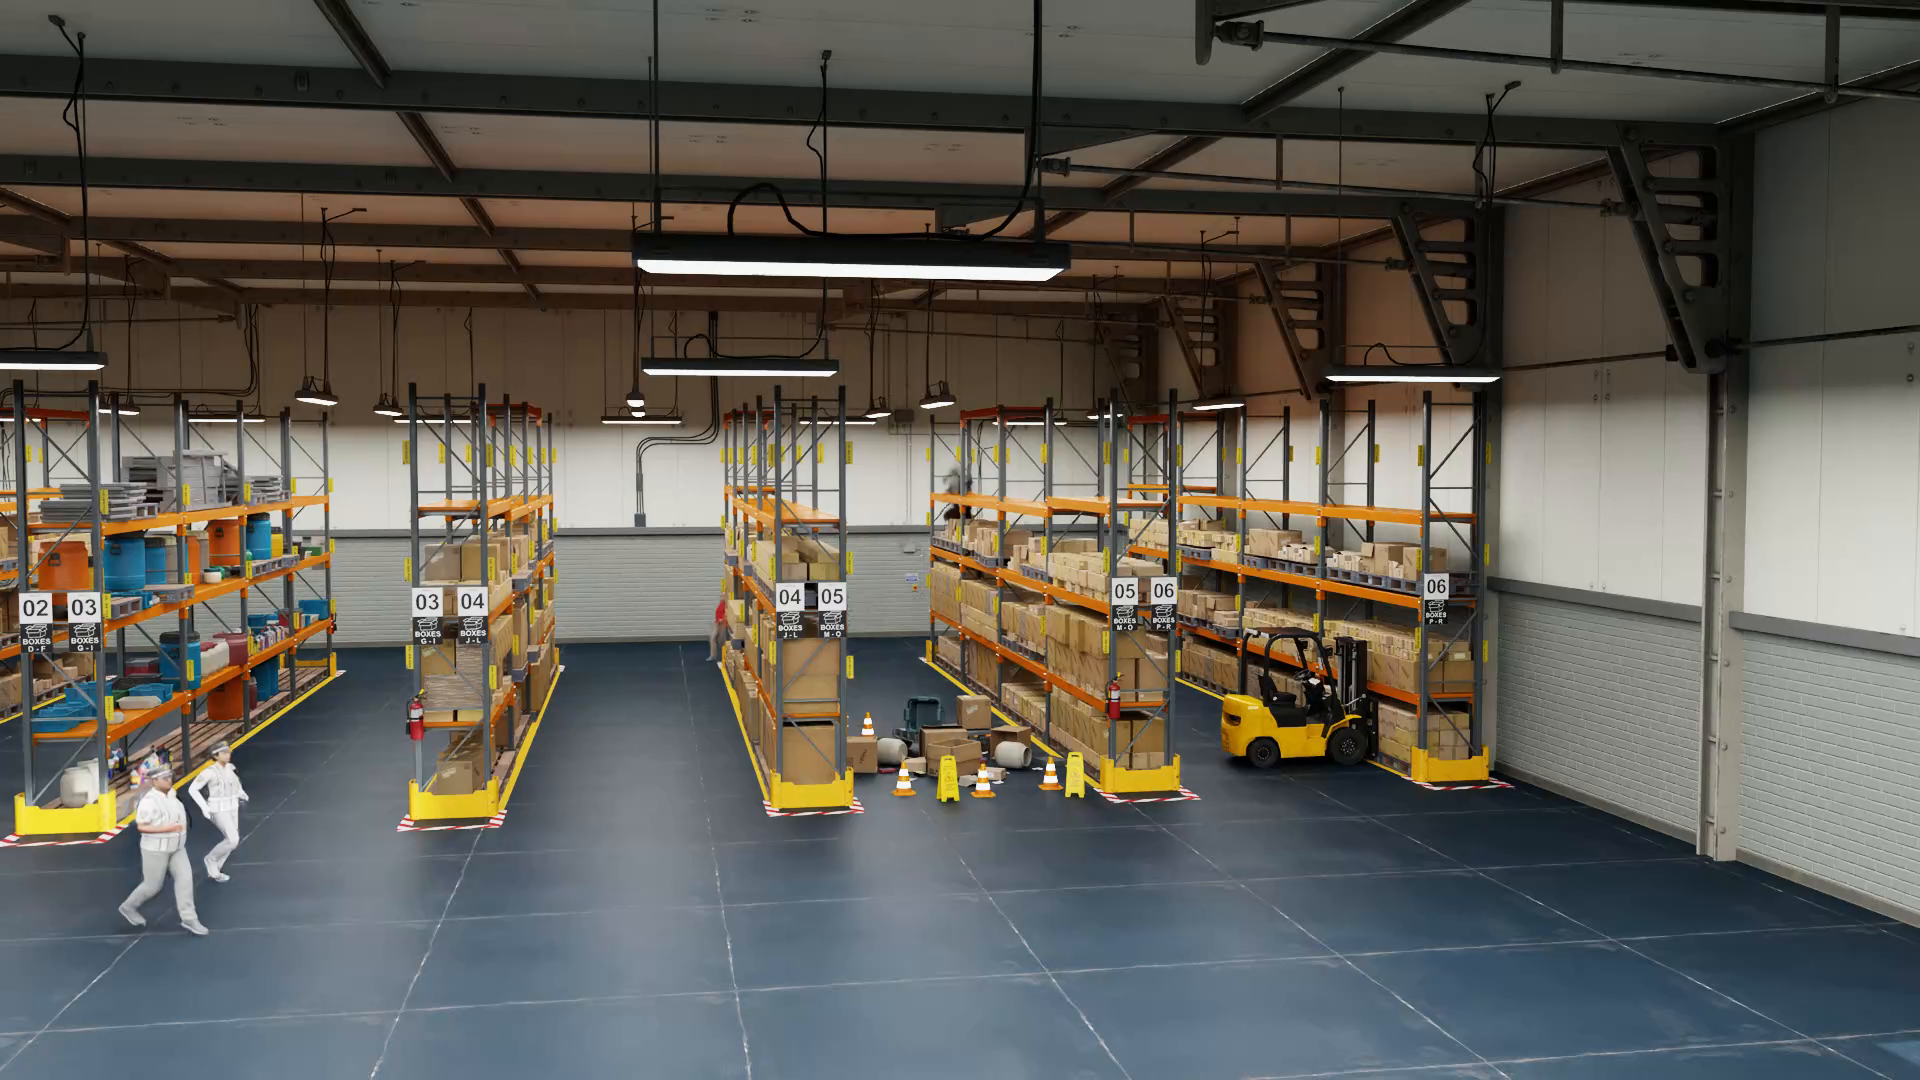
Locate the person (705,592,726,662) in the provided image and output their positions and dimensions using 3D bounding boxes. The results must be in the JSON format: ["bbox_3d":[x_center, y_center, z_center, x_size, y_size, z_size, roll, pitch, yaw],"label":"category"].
[{"bbox_3d":[-5.748,2.110,40.525,0.844,1.701,0.711,-3,4,-43],"label":"person"}]

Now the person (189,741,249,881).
[{"bbox_3d":[-8.604,3.178,19.489,0.576,1.660,0.600,1,3,18],"label":"person"}]

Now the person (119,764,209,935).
[{"bbox_3d":[-8.336,3.229,17.367,0.969,1.799,0.660,1,3,15],"label":"person"}]
